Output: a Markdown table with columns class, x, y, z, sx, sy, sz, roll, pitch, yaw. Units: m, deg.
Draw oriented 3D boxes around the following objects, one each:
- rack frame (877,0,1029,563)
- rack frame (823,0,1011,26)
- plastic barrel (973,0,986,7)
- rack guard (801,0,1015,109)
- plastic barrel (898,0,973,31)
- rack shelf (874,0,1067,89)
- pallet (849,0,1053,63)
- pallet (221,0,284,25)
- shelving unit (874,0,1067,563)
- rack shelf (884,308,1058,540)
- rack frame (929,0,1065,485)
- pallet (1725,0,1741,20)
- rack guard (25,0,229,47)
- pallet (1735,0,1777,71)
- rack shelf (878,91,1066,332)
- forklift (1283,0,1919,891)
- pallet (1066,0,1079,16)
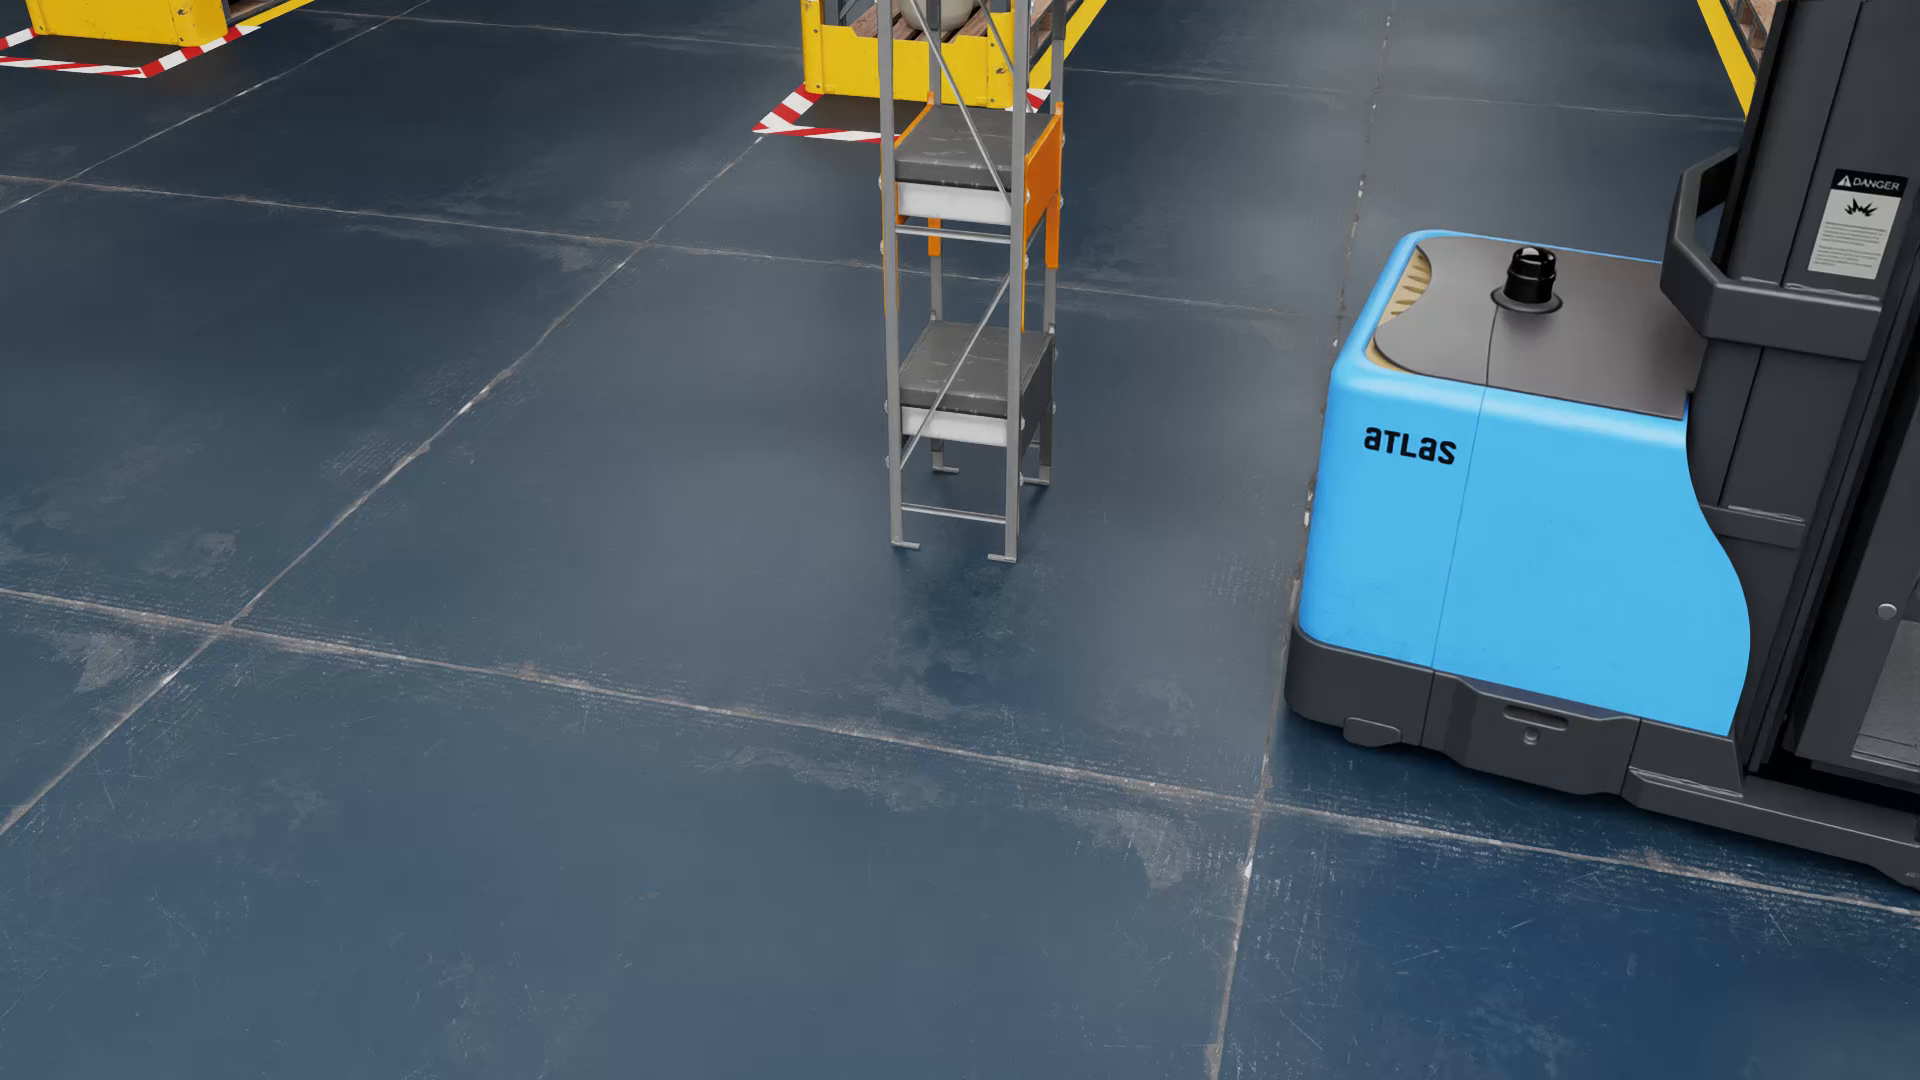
| class | x | y | z | sx | sy | sz | roll | pitch | yaw |
| --- | --- | --- | --- | --- | --- | --- | --- | --- | --- |
| rack frame | -0.020 | -0.845 | 4.623 | 0.400 | 2.100 | 0.015 | 8 | 33 | 12 |
| rack frame | -0.231 | -3.681 | 8.245 | 1.000 | 3.000 | 0.127 | 8 | 33 | 12 |
| plastic barrel | -0.011 | -3.421 | 9.762 | 0.421 | 0.512 | 0.421 | 0 | 32 | 0 |
| rack guard | -0.257 | -2.672 | 8.987 | 1.175 | 0.500 | 0.348 | 8 | 33 | 12 |
| plastic barrel | -0.138 | -3.160 | 9.353 | 0.421 | 0.512 | 0.421 | 0 | 32 | 0 |
| rack shelf | 0.042 | -1.551 | 4.454 | 0.431 | 0.518 | 0.480 | 8 | 33 | 12 |
| pallet | -0.046 | -2.971 | 9.727 | 1.003 | 0.211 | 1.213 | 8 | 33 | 12 |
| pallet | -4.868 | -3.583 | 10.690 | 1.003 | 0.211 | 1.213 | 8 | 33 | 12 |
| shelving unit | 0.042 | -0.972 | 4.822 | 0.431 | 2.100 | 0.503 | 8 | 33 | 12 |
| rack shelf | 0.042 | -0.370 | 5.205 | 0.431 | 0.518 | 0.480 | 8 | 33 | 12 |
| rack frame | 0.104 | -1.099 | 5.021 | 0.400 | 2.100 | 0.015 | 8 | 33 | 12 |
| pallet | 5.439 | -3.552 | 10.641 | 1.003 | 0.211 | 1.213 | 8 | 33 | 12 |
| rack guard | -5.027 | -3.290 | 9.959 | 1.175 | 0.500 | 0.348 | 8 | 33 | 12 |
| pallet | 5.131 | -2.917 | 9.642 | 1.003 | 0.211 | 1.213 | 8 | 33 | 12 |
| rack shelf | 0.042 | -0.960 | 4.829 | 0.431 | 0.518 | 0.480 | 8 | 33 | 12 |
| forklift | 2.433 | -0.666 | 3.566 | 3.031 | 2.935 | 1.130 | 13 | 35 | 19 |
| pallet | 0.266 | -3.602 | 10.720 | 1.003 | 0.211 | 1.213 | 8 | 33 | 12 |
